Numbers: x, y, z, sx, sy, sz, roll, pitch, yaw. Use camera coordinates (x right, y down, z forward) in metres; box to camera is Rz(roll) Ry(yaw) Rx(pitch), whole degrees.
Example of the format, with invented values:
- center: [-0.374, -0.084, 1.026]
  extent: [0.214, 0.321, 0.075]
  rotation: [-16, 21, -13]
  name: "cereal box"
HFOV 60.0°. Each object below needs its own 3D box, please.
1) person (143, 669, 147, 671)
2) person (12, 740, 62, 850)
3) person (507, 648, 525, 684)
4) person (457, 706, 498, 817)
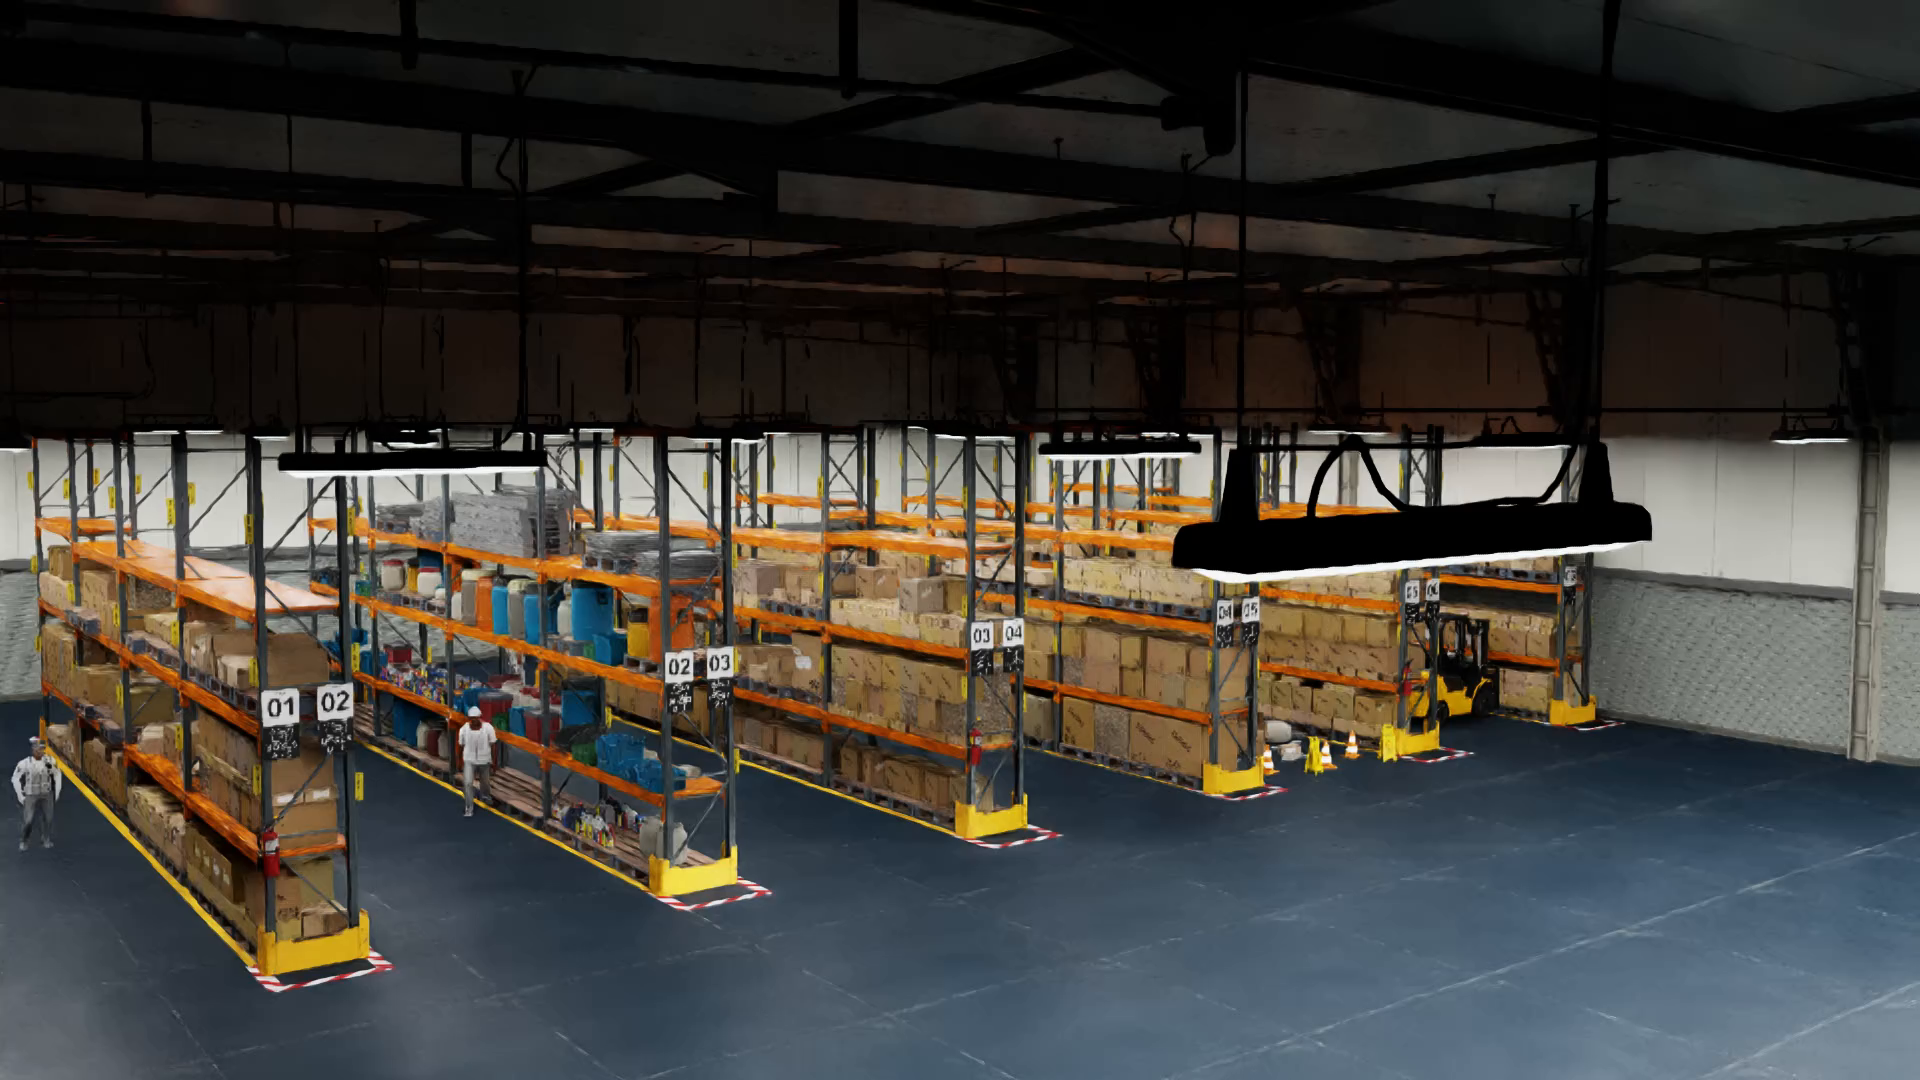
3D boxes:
- center: [-17.455, 2.736, 35.458]
  extent: [0.488, 1.590, 1.089]
  rotation: [-4, 6, -39]
  name: "person"
- center: [-13.260, 3.646, 23.909]
  extent: [0.639, 1.632, 0.512]
  rotation: [-4, 6, -39]
  name: "person"
- center: [-9.464, 2.648, 35.441]
  extent: [0.471, 1.787, 0.604]
  rotation: [-3, 5, -33]
  name: "person"
- center: [-7.567, 3.435, 26.076]
  extent: [0.618, 1.715, 0.979]
  rotation: [-1, 5, -16]
  name: "person"
